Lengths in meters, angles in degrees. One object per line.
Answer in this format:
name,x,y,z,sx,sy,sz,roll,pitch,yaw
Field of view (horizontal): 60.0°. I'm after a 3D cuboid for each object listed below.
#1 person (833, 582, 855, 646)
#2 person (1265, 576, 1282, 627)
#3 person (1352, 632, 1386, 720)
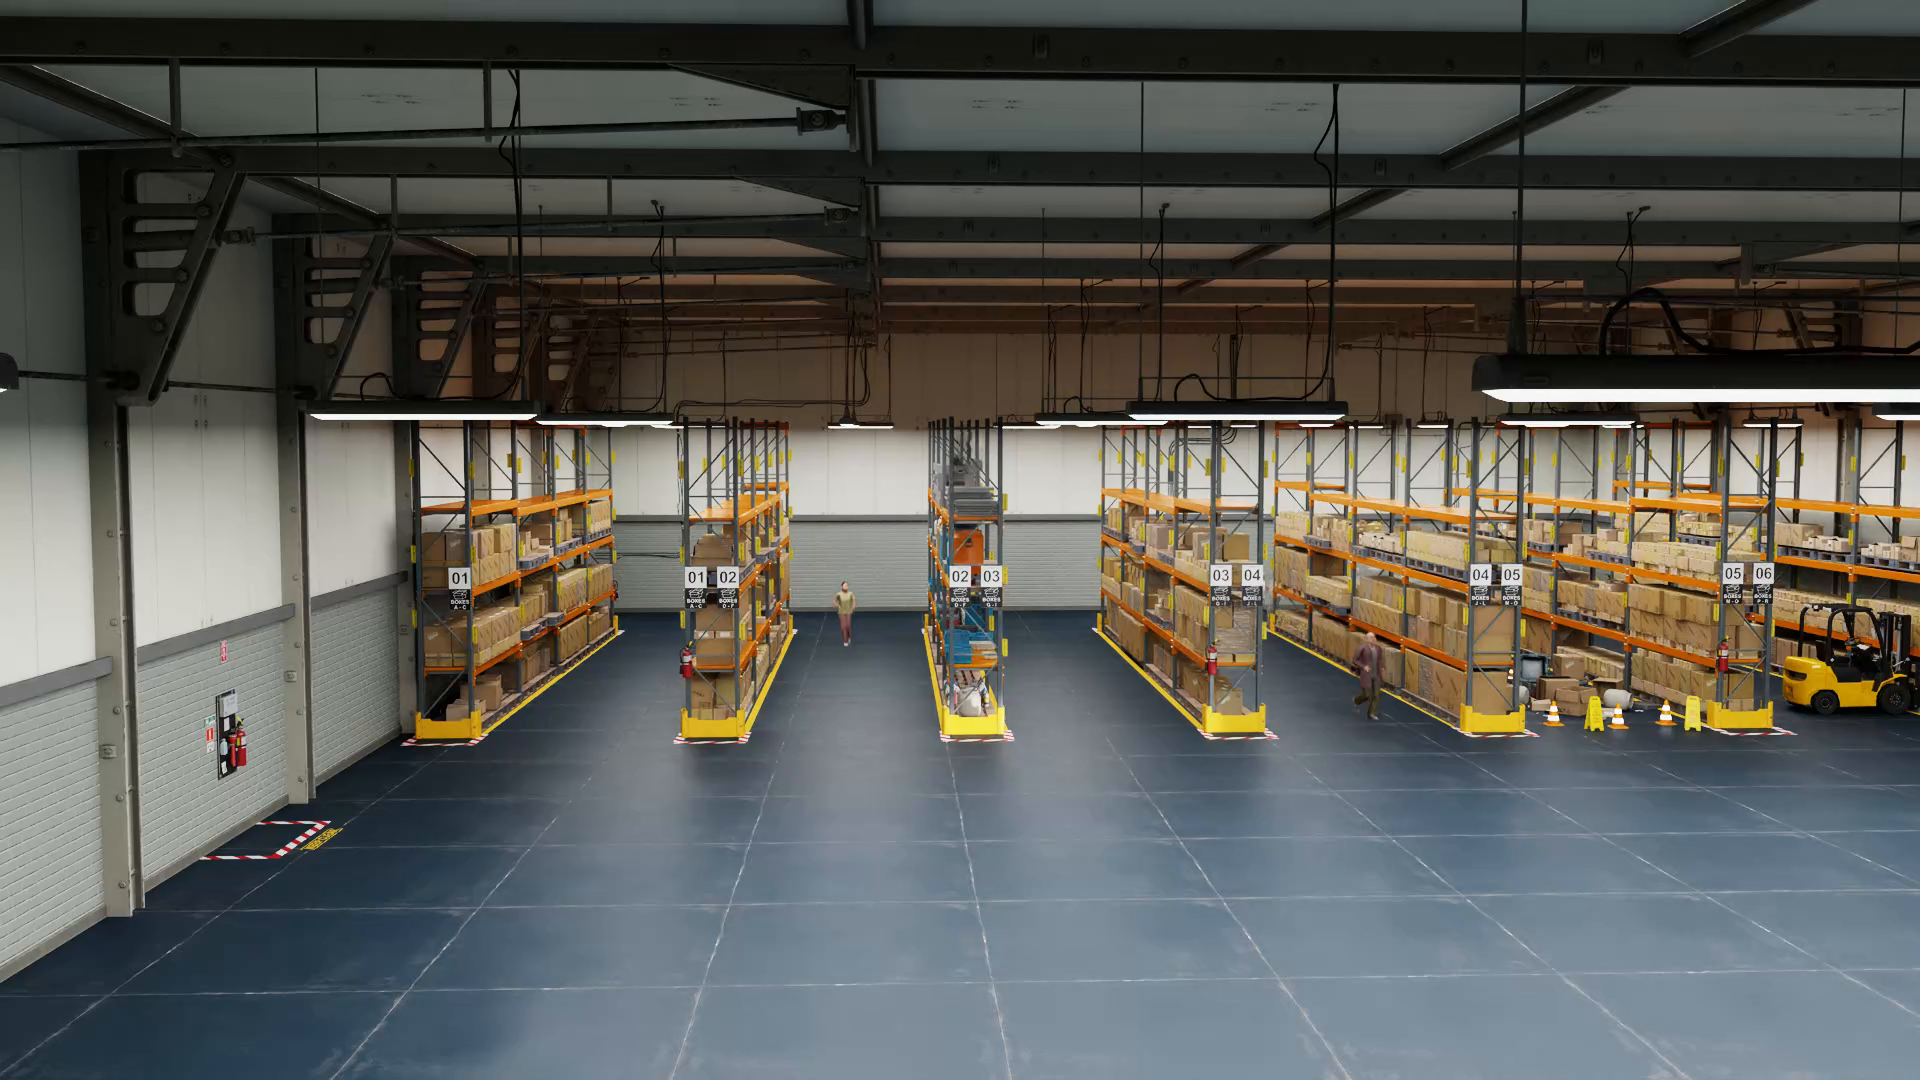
person,-2.920,1.866,42.055,0.569,1.641,0.526,-1,4,-9
person,9.238,1.666,48.689,0.871,1.759,0.682,0,4,-4
person,8.126,2.695,33.013,0.718,1.741,0.736,-1,4,-16
